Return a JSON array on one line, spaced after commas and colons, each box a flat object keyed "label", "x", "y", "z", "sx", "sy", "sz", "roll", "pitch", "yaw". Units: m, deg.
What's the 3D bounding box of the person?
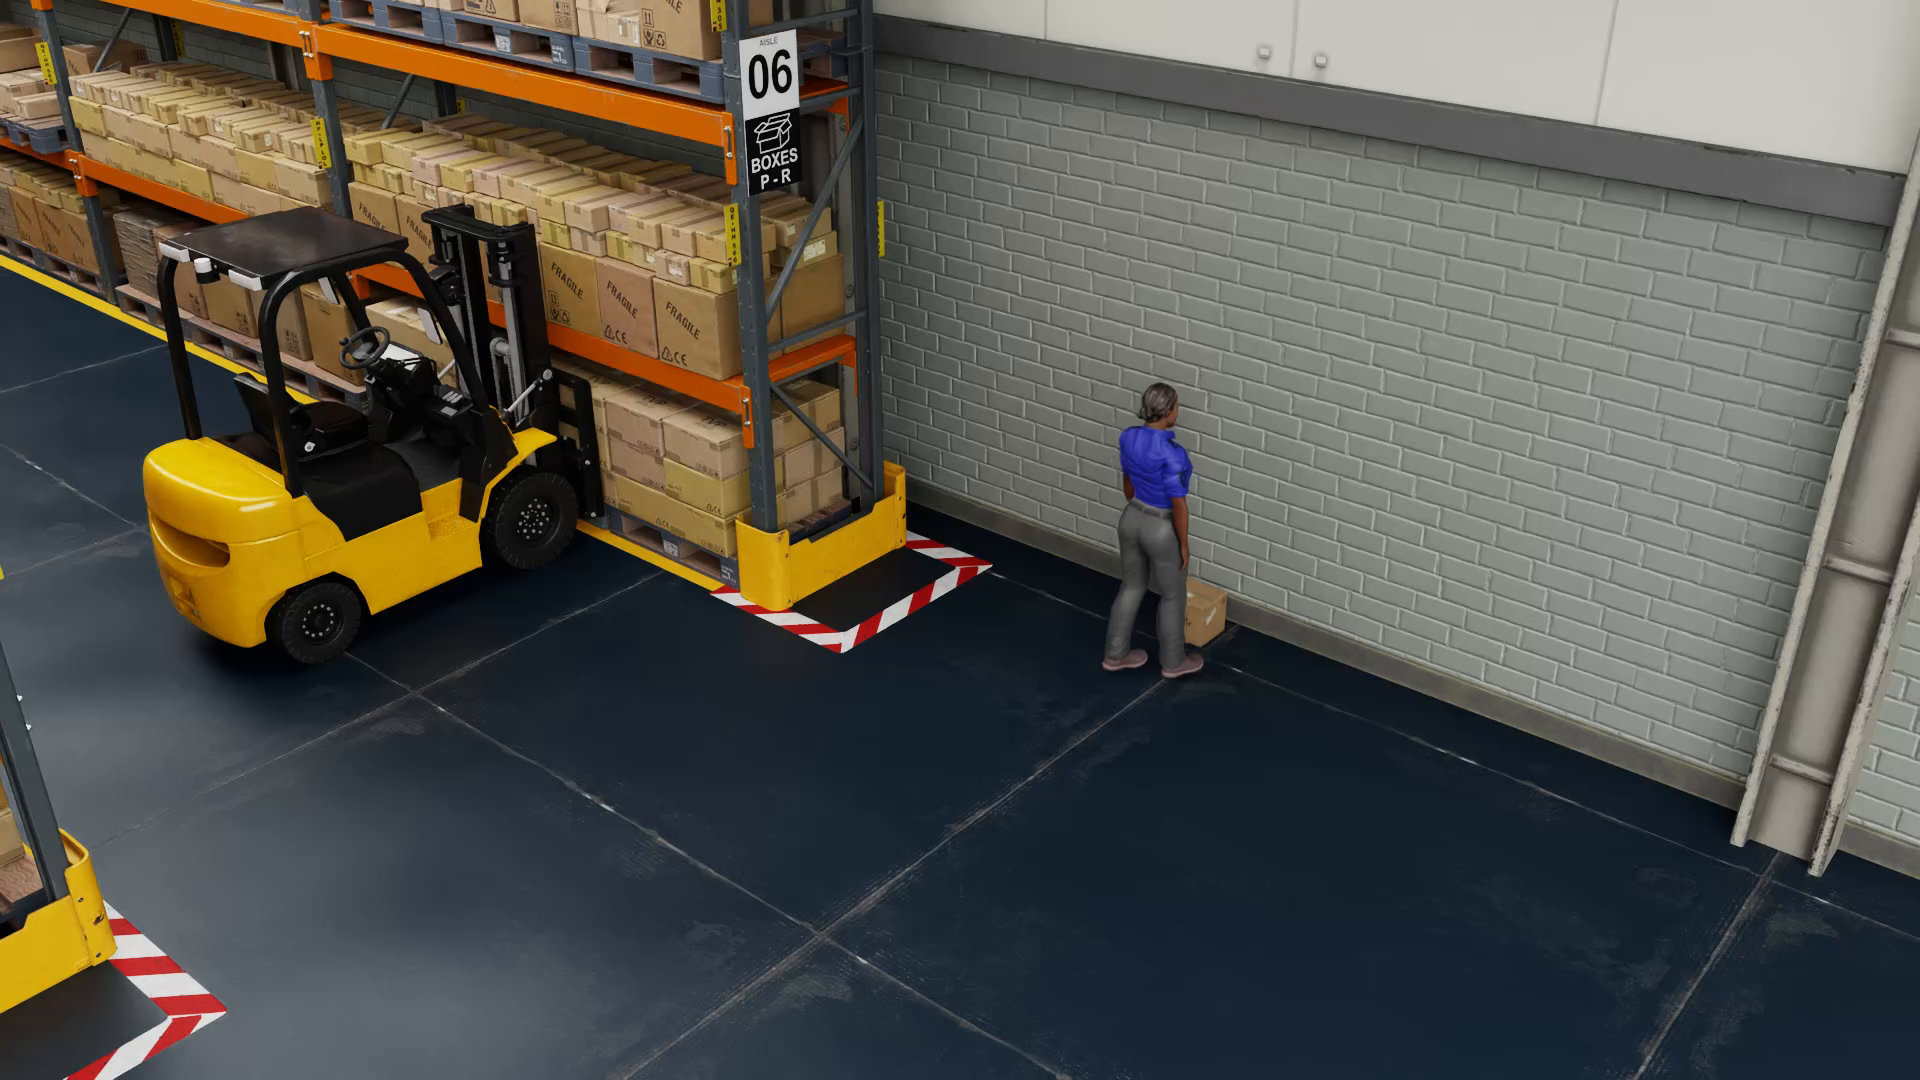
[{"label": "person", "x": 1.029, "y": -0.043, "z": 8.690, "sx": 0.496, "sy": 1.668, "sz": 0.460, "roll": -23, "pitch": 35, "yaw": -36}]
